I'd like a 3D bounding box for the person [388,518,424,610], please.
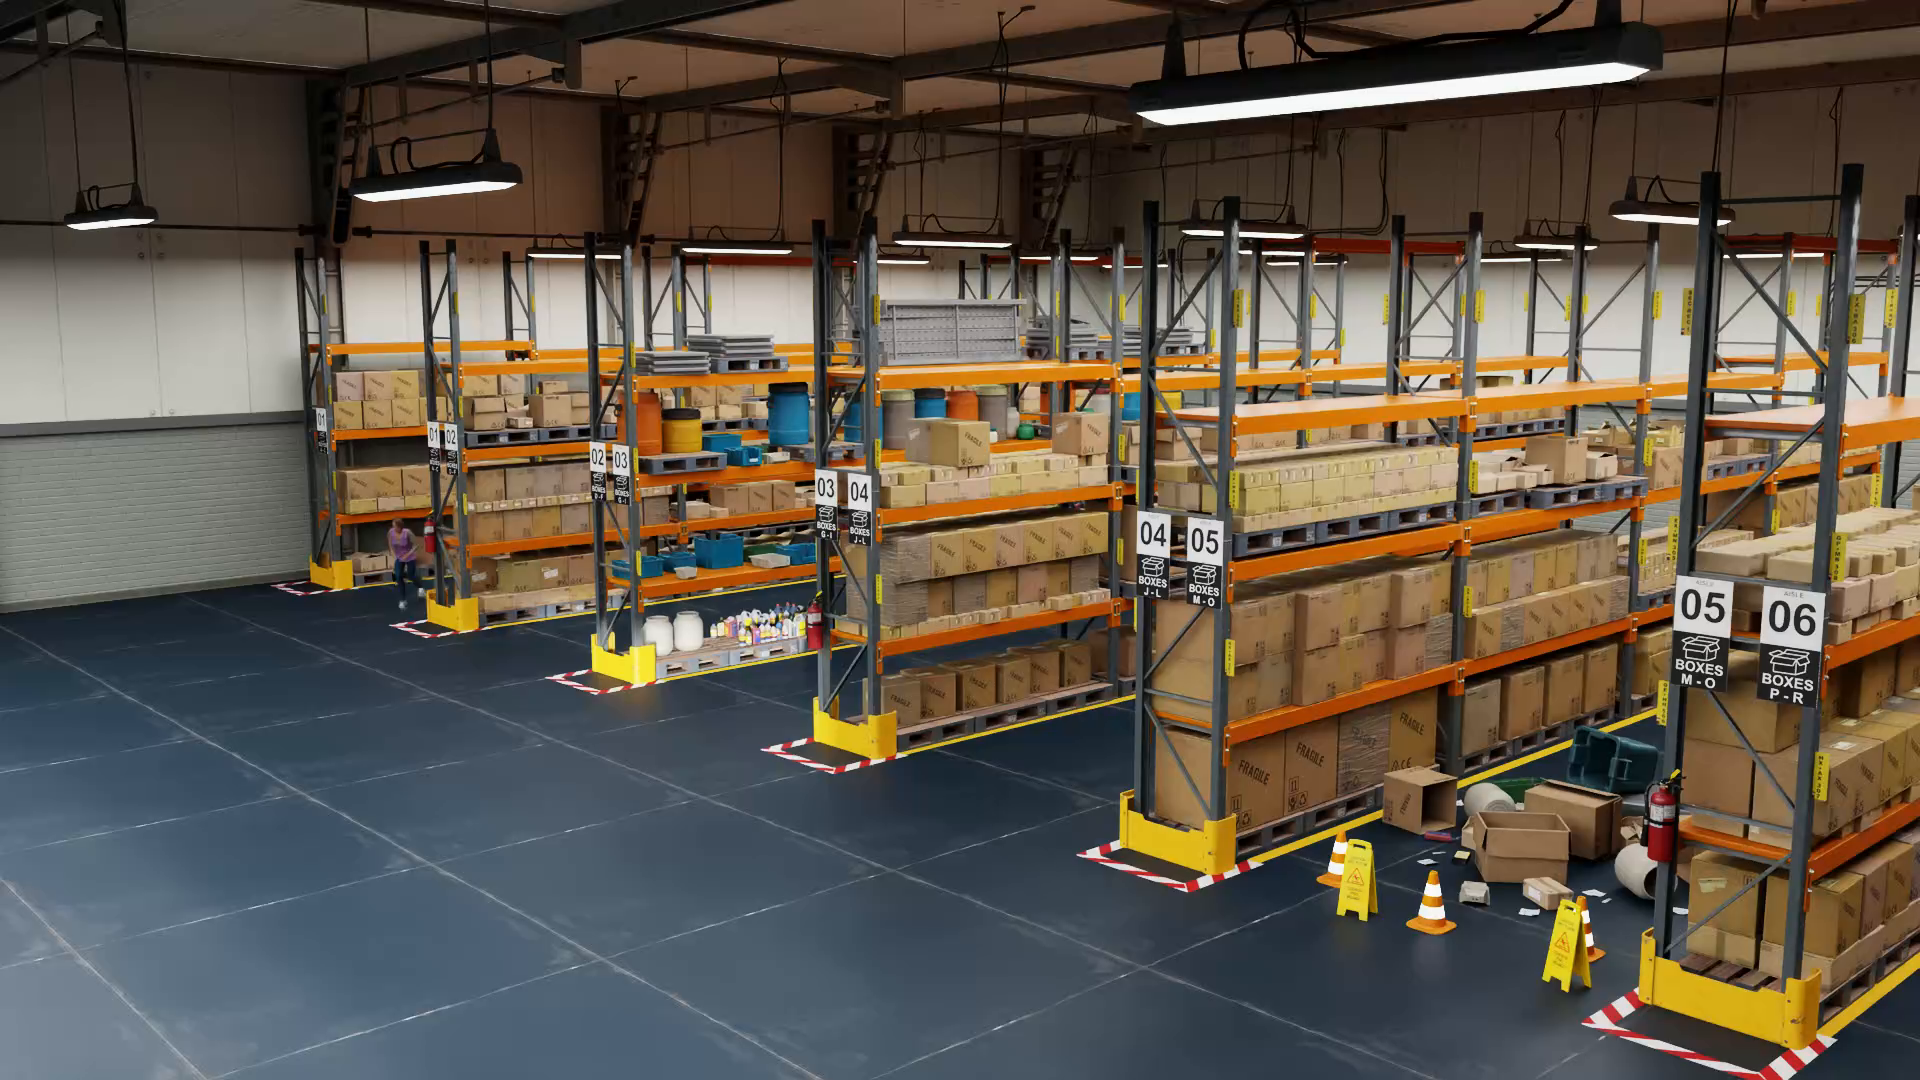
[{"bbox_3d":[-9.257,0.354,27.878,0.576,1.547,0.916,2,9,10],"label":"person"}]
